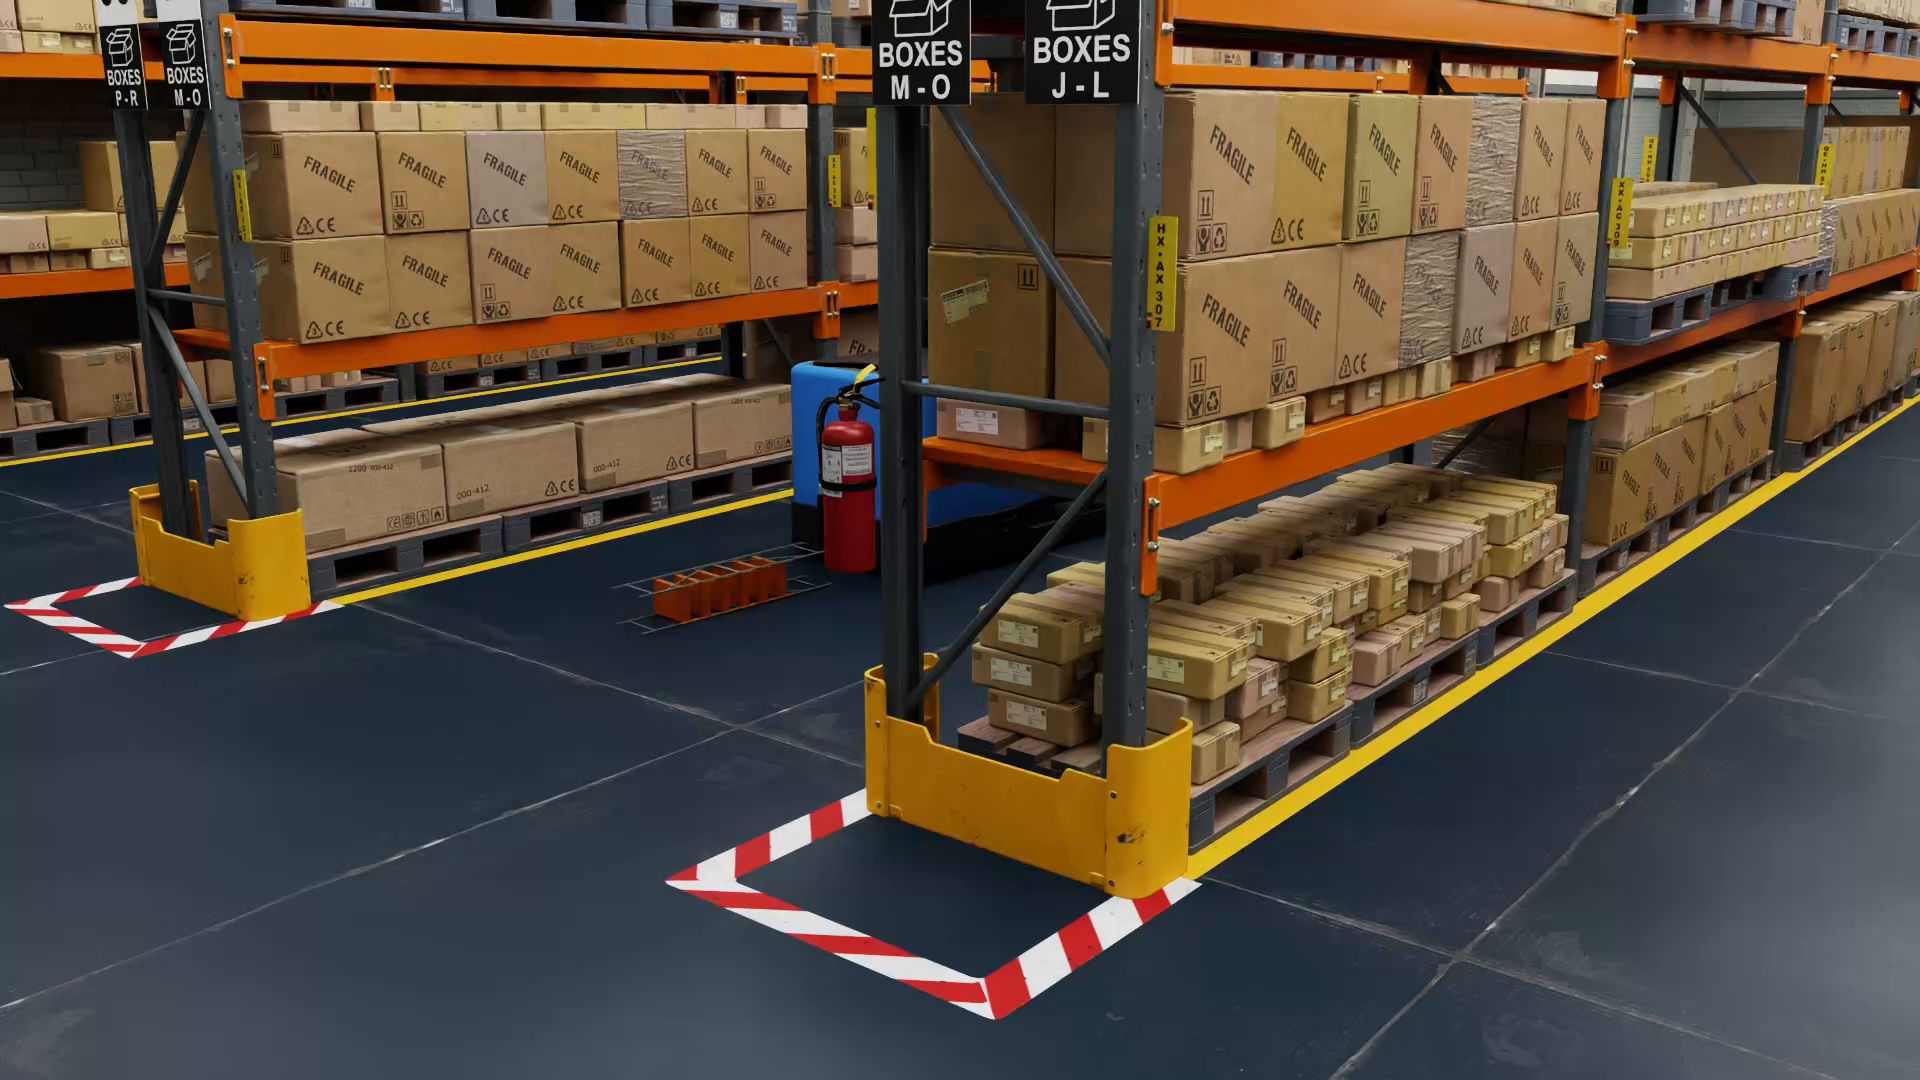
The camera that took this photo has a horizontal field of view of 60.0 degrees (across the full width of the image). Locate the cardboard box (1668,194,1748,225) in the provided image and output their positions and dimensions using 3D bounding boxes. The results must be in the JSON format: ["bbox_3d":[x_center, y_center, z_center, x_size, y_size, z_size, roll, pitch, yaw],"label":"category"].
[{"bbox_3d":[4.088,-1.820,9.144,0.380,0.149,0.250,12,19,40],"label":"cardboard box"}]

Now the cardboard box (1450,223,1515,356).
[{"bbox_3d":[1.946,-1.060,6.895,0.500,0.500,0.500,11,18,37],"label":"cardboard box"}]

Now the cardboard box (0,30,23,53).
[{"bbox_3d":[-6.683,-3.436,11.473,0.380,0.149,0.250,12,18,39],"label":"cardboard box"}]

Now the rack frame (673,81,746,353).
[{"bbox_3d":[-2.592,-3.478,17.222,1.000,3.000,0.127,11,18,38],"label":"rack frame"}]

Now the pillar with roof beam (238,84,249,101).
[{"bbox_3d":[-2.896,-4.960,10.869,9.100,9.000,0.400,11,18,38],"label":"pillar with roof beam"}]

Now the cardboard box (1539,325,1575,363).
[{"bbox_3d":[2.597,-0.919,7.658,0.380,0.149,0.250,11,18,36],"label":"cardboard box"}]

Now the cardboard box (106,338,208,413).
[{"bbox_3d":[-6.184,-1.284,12.808,0.500,0.500,0.500,12,18,39],"label":"cardboard box"}]

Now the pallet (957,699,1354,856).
[{"bbox_3d":[0.743,0.755,6.222,1.003,0.211,1.213,11,18,38],"label":"pallet"}]

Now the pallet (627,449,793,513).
[{"bbox_3d":[-1.781,-0.459,11.003,1.003,0.211,1.213,11,18,38],"label":"pallet"}]

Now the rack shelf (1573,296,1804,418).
[{"bbox_3d":[3.928,-1.232,9.842,1.077,0.370,4.000,11,18,38],"label":"rack shelf"}]

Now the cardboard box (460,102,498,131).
[{"bbox_3d":[-2.681,-2.256,8.860,0.380,0.149,0.250,11,18,38],"label":"cardboard box"}]

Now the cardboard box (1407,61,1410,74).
[{"bbox_3d":[4.638,-4.978,17.545,0.380,0.149,0.250,12,19,39],"label":"cardboard box"}]

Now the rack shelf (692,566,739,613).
[{"bbox_3d":[-1.220,0.243,8.269,0.258,0.180,0.103,13,20,43],"label":"rack shelf"}]

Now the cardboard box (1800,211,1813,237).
[{"bbox_3d":[5.062,-1.973,10.352,0.380,0.149,0.250,12,19,40],"label":"cardboard box"}]

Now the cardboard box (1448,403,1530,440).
[{"bbox_3d":[2.943,-0.735,9.125,0.500,0.250,0.500,11,18,36],"label":"cardboard box"}]

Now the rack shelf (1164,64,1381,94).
[{"bbox_3d":[2.529,-4.199,15.428,1.077,0.370,4.000,11,18,38],"label":"rack shelf"}]

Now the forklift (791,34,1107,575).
[{"bbox_3d":[0.410,-1.536,9.716,1.130,2.935,3.031,12,19,40],"label":"forklift"}]

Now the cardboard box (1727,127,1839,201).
[{"bbox_3d":[5.792,-2.678,11.841,0.700,0.500,0.500,11,18,37],"label":"cardboard box"}]

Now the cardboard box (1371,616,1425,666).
[{"bbox_3d":[1.697,0.397,6.904,0.380,0.149,0.250,11,18,38],"label":"cardboard box"}]

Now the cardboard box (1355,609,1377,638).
[{"bbox_3d":[1.464,0.281,6.757,0.380,0.149,0.250,12,19,40],"label":"cardboard box"}]

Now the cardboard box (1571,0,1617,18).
[{"bbox_3d":[2.573,-2.443,7.361,0.500,0.250,0.500,12,18,39],"label":"cardboard box"}]

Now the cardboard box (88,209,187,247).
[{"bbox_3d":[-6.187,-2.358,12.513,0.500,0.250,0.500,11,18,36],"label":"cardboard box"}]

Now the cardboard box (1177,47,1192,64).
[{"bbox_3d":[1.762,-4.182,14.174,0.396,0.266,0.258,11,18,38],"label":"cardboard box"}]

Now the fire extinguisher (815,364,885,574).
[{"bbox_3d":[-0.360,-0.237,5.377,0.296,0.674,0.183,11,18,38],"label":"fire extinguisher"}]

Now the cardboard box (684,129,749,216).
[{"bbox_3d":[-1.649,-2.249,10.148,0.500,0.500,0.500,11,18,37],"label":"cardboard box"}]

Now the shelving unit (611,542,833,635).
[{"bbox_3d":[-1.167,0.229,8.322,0.258,0.189,1.200,13,20,43],"label":"shelving unit"}]

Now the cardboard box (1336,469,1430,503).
[{"bbox_3d":[2.074,-0.231,8.167,0.380,0.149,0.250,12,19,40],"label":"cardboard box"}]

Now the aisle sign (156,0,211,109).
[{"bbox_3d":[-3.576,-2.380,7.619,0.394,0.787,0.004,11,18,38],"label":"aisle sign"}]

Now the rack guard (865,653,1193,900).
[{"bbox_3d":[0.205,0.765,5.596,1.175,0.500,0.348,11,18,38],"label":"rack guard"}]

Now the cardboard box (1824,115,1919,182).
[{"bbox_3d":[7.958,-3.391,14.383,0.875,0.550,0.550,11,18,38],"label":"cardboard box"}]

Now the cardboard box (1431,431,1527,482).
[{"bbox_3d":[2.940,-0.371,9.214,0.500,0.500,0.500,11,18,36],"label":"cardboard box"}]

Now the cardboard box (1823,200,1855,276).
[{"bbox_3d":[5.995,-2.154,11.808,0.500,0.500,0.500,11,18,37],"label":"cardboard box"}]

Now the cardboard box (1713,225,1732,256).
[{"bbox_3d":[3.931,-1.629,8.998,0.380,0.149,0.250,12,19,40],"label":"cardboard box"}]

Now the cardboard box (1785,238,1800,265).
[{"bbox_3d":[4.914,-1.783,10.209,0.380,0.149,0.250,12,18,38],"label":"cardboard box"}]

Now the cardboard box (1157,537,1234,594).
[{"bbox_3d":[0.897,0.109,6.830,0.380,0.149,0.250,12,19,40],"label":"cardboard box"}]

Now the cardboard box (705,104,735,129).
[{"bbox_3d":[-1.603,-2.604,10.229,0.380,0.149,0.250,11,18,38],"label":"cardboard box"}]

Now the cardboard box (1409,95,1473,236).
[{"bbox_3d":[1.620,-1.446,6.384,0.500,0.500,0.500,11,18,36],"label":"cardboard box"}]

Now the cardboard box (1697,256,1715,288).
[{"bbox_3d":[3.765,-1.433,8.829,0.380,0.149,0.250,11,18,38],"label":"cardboard box"}]

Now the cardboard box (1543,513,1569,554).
[{"bbox_3d":[2.721,-0.054,8.078,0.380,0.149,0.250,12,18,39],"label":"cardboard box"}]

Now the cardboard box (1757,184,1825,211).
[{"bbox_3d":[5.234,-2.169,10.519,0.380,0.149,0.250,10,18,35],"label":"cardboard box"}]

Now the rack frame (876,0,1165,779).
[{"bbox_3d":[0.157,-0.432,5.231,1.000,3.000,0.127,11,18,38],"label":"rack frame"}]

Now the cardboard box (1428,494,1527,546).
[{"bbox_3d":[2.369,-0.096,7.637,0.380,0.149,0.250,11,18,37],"label":"cardboard box"}]

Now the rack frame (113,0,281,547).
[{"bbox_3d":[-3.756,-1.178,8.170,1.000,3.000,0.127,11,18,38],"label":"rack frame"}]

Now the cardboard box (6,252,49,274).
[{"bbox_3d":[-6.731,-1.995,11.895,0.380,0.149,0.250,12,19,39],"label":"cardboard box"}]

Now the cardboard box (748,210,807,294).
[{"bbox_3d":[-1.335,-1.865,10.668,0.500,0.500,0.500,11,18,38],"label":"cardboard box"}]

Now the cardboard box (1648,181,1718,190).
[{"bbox_3d":[4.741,-2.275,10.934,0.380,0.149,0.250,11,18,38],"label":"cardboard box"}]

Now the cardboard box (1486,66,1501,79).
[{"bbox_3d":[5.969,-5.365,19.067,0.380,0.149,0.250,12,19,39],"label":"cardboard box"}]

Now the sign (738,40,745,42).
[{"bbox_3d":[-2.171,-5.098,16.456,0.100,0.325,0.005,11,18,38],"label":"sign"}]

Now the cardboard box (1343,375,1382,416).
[{"bbox_3d":[1.377,-0.582,6.331,0.380,0.149,0.250,11,18,36],"label":"cardboard box"}]

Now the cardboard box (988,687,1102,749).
[{"bbox_3d":[0.326,0.613,6.054,0.380,0.149,0.250,12,18,38],"label":"cardboard box"}]

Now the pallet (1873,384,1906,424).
[{"bbox_3d":[7.273,-1.219,13.993,1.003,0.211,1.213,11,18,38],"label":"pallet"}]

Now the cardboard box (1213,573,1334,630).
[{"bbox_3d":[1.180,0.250,6.275,0.380,0.149,0.250,10,17,35],"label":"cardboard box"}]

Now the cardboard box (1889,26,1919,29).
[{"bbox_3d":[7.380,-4.203,13.232,0.500,0.250,0.500,11,18,38],"label":"cardboard box"}]

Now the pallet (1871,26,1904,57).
[{"bbox_3d":[6.249,-3.672,12.278,1.003,0.211,1.213,12,19,40],"label":"pallet"}]

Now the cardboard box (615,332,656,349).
[{"bbox_3d":[-3.340,-2.161,16.261,0.500,0.500,0.500,12,19,40],"label":"cardboard box"}]
